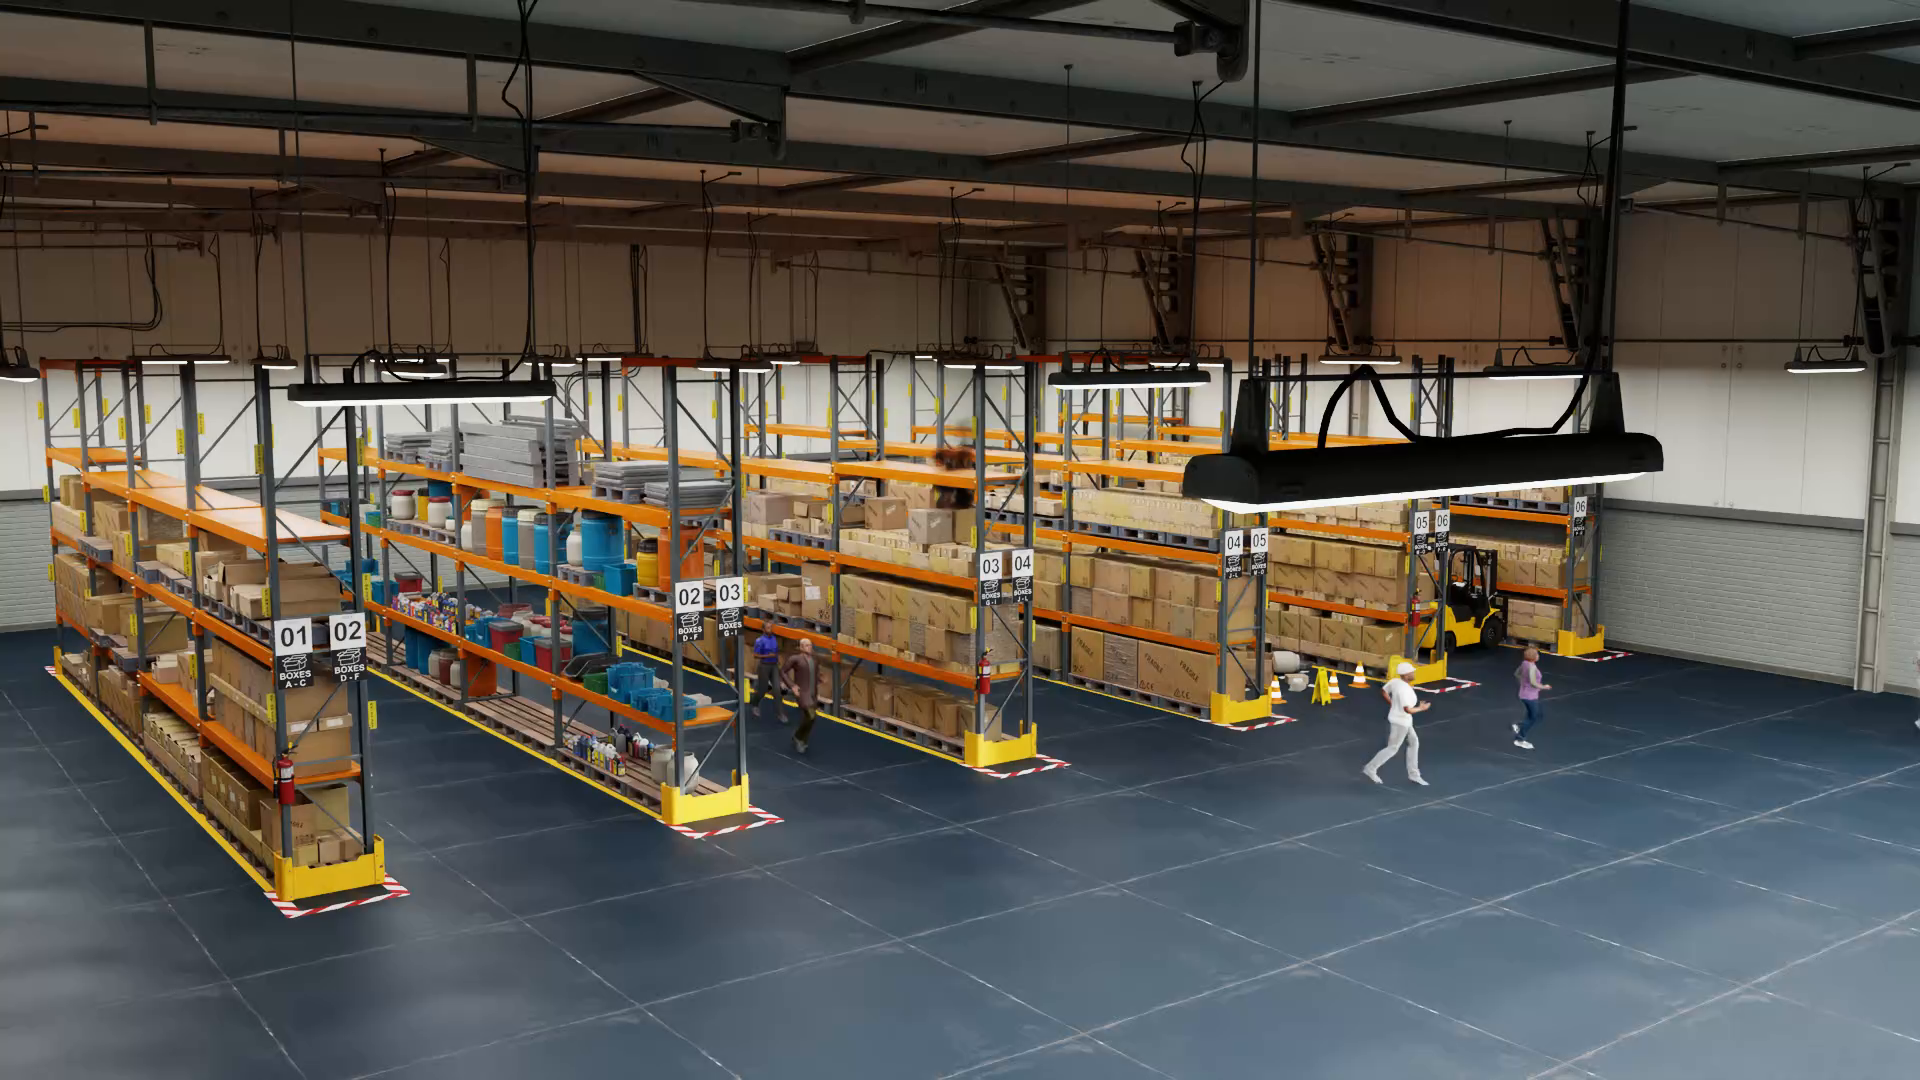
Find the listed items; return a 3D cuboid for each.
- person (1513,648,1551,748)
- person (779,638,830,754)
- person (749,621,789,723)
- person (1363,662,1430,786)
[{"bbox_3d":[8.911,2.452,25.885,0.520,1.569,0.590,1,7,8],"label":"person"},{"bbox_3d":[-2.357,2.396,25.572,0.745,1.777,0.680,5,9,38],"label":"person"},{"bbox_3d":[-3.185,2.155,27.650,0.575,1.642,0.909,-6,9,-42],"label":"person"},{"bbox_3d":[6.212,2.621,23.637,0.948,1.801,0.712,1,7,7],"label":"person"}]
